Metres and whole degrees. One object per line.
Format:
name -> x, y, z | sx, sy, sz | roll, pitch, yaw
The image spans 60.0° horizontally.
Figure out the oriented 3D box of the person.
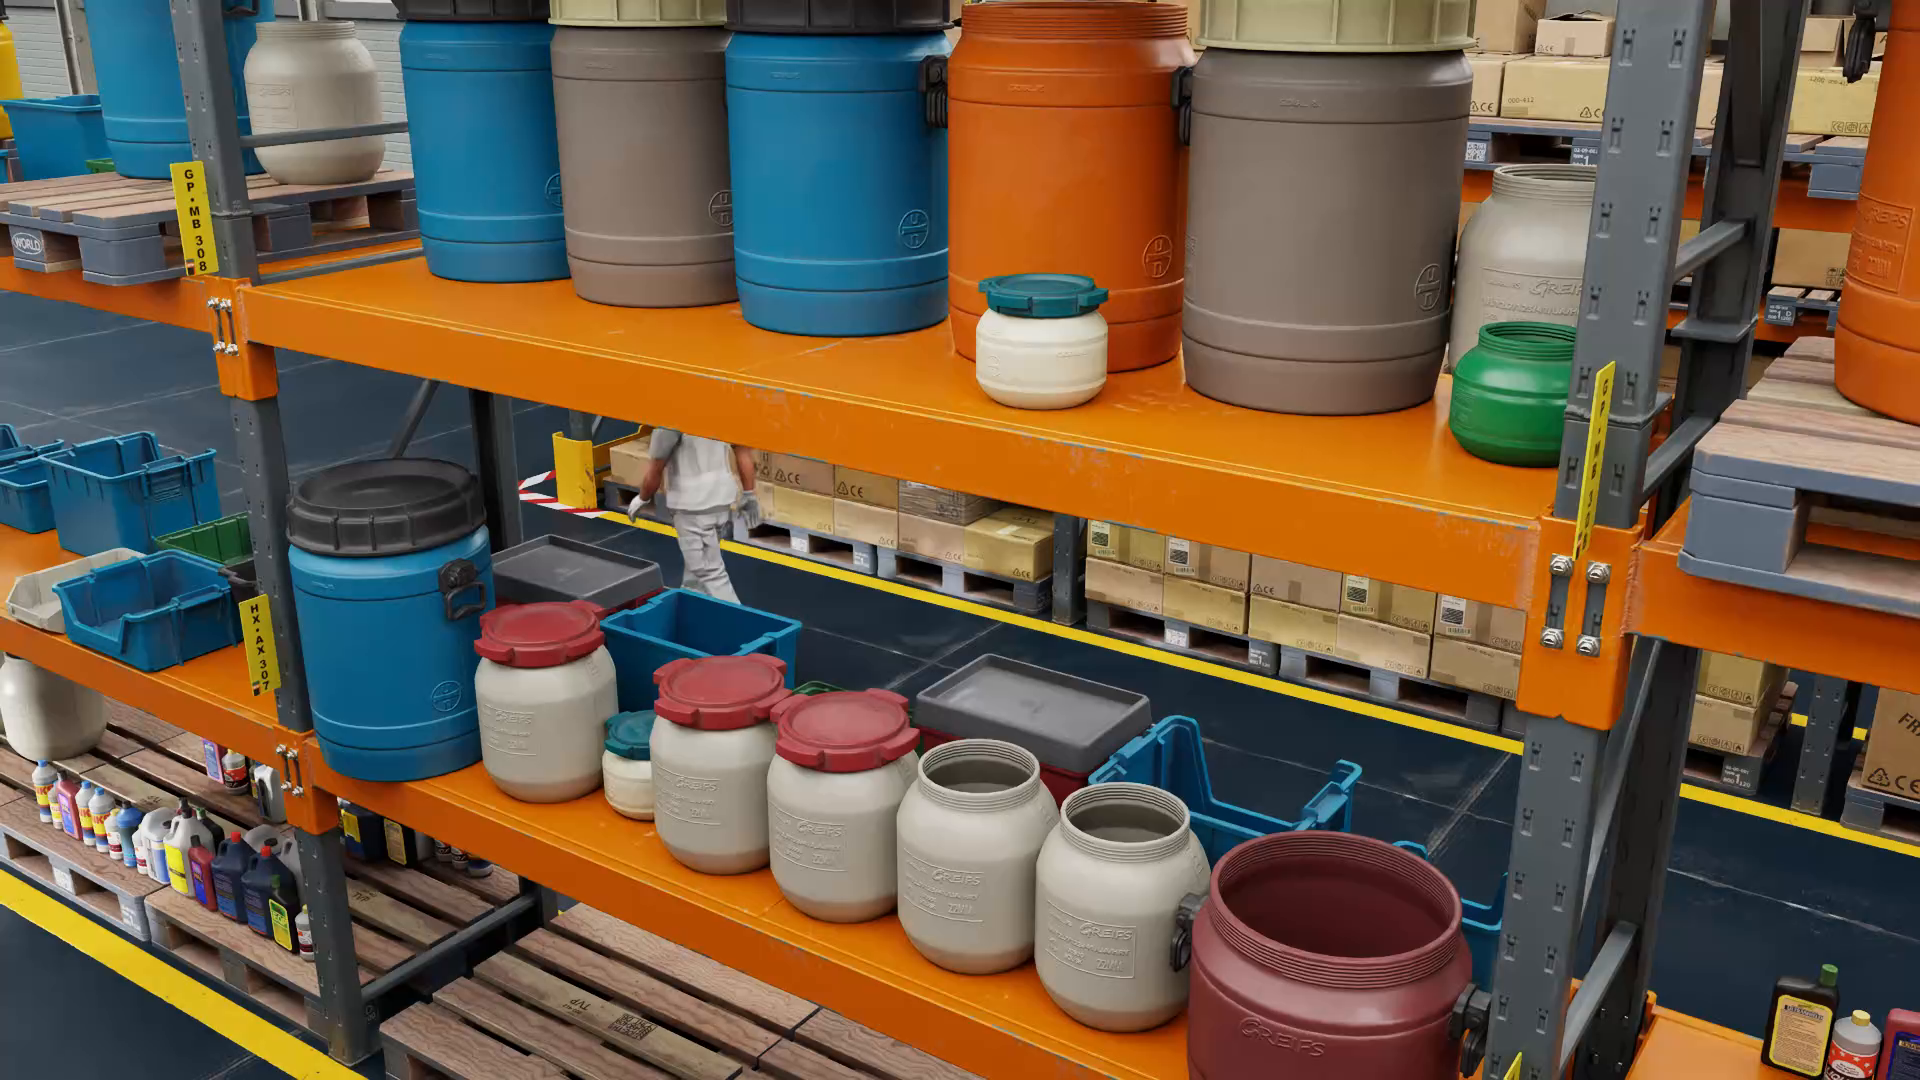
person -> -1.477, -0.194, 9.102 | 0.904, 1.785, 0.566 | 15, 24, 35
